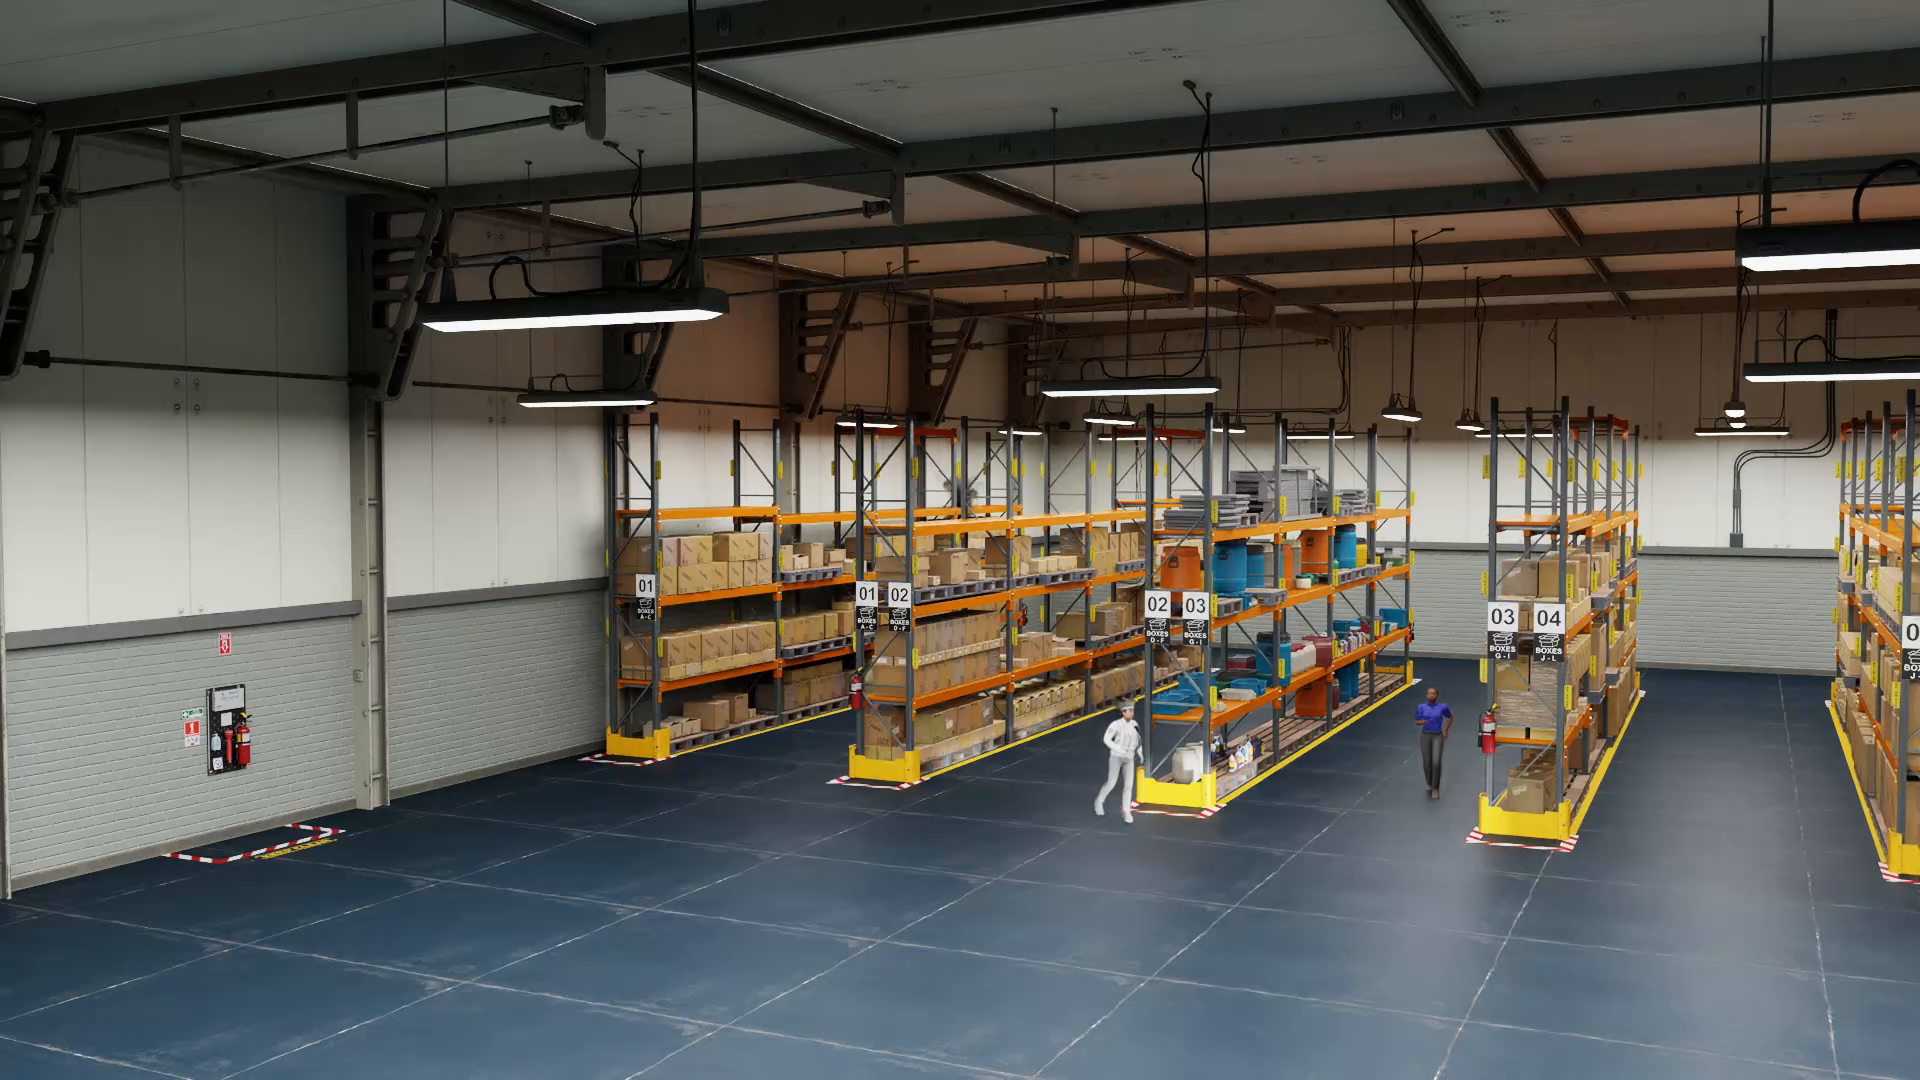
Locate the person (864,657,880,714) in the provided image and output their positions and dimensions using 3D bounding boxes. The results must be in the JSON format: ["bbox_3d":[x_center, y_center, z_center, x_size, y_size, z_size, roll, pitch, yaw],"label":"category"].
[{"bbox_3d":[-1.587,2.920,30.147,0.578,1.619,0.568,1,3,18],"label":"person"}]

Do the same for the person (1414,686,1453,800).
[{"bbox_3d":[7.245,3.111,25.507,0.556,1.702,0.714,1,3,22],"label":"person"}]

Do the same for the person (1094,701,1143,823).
[{"bbox_3d":[2.372,3.140,23.823,0.667,1.659,0.887,-1,3,-22],"label":"person"}]
